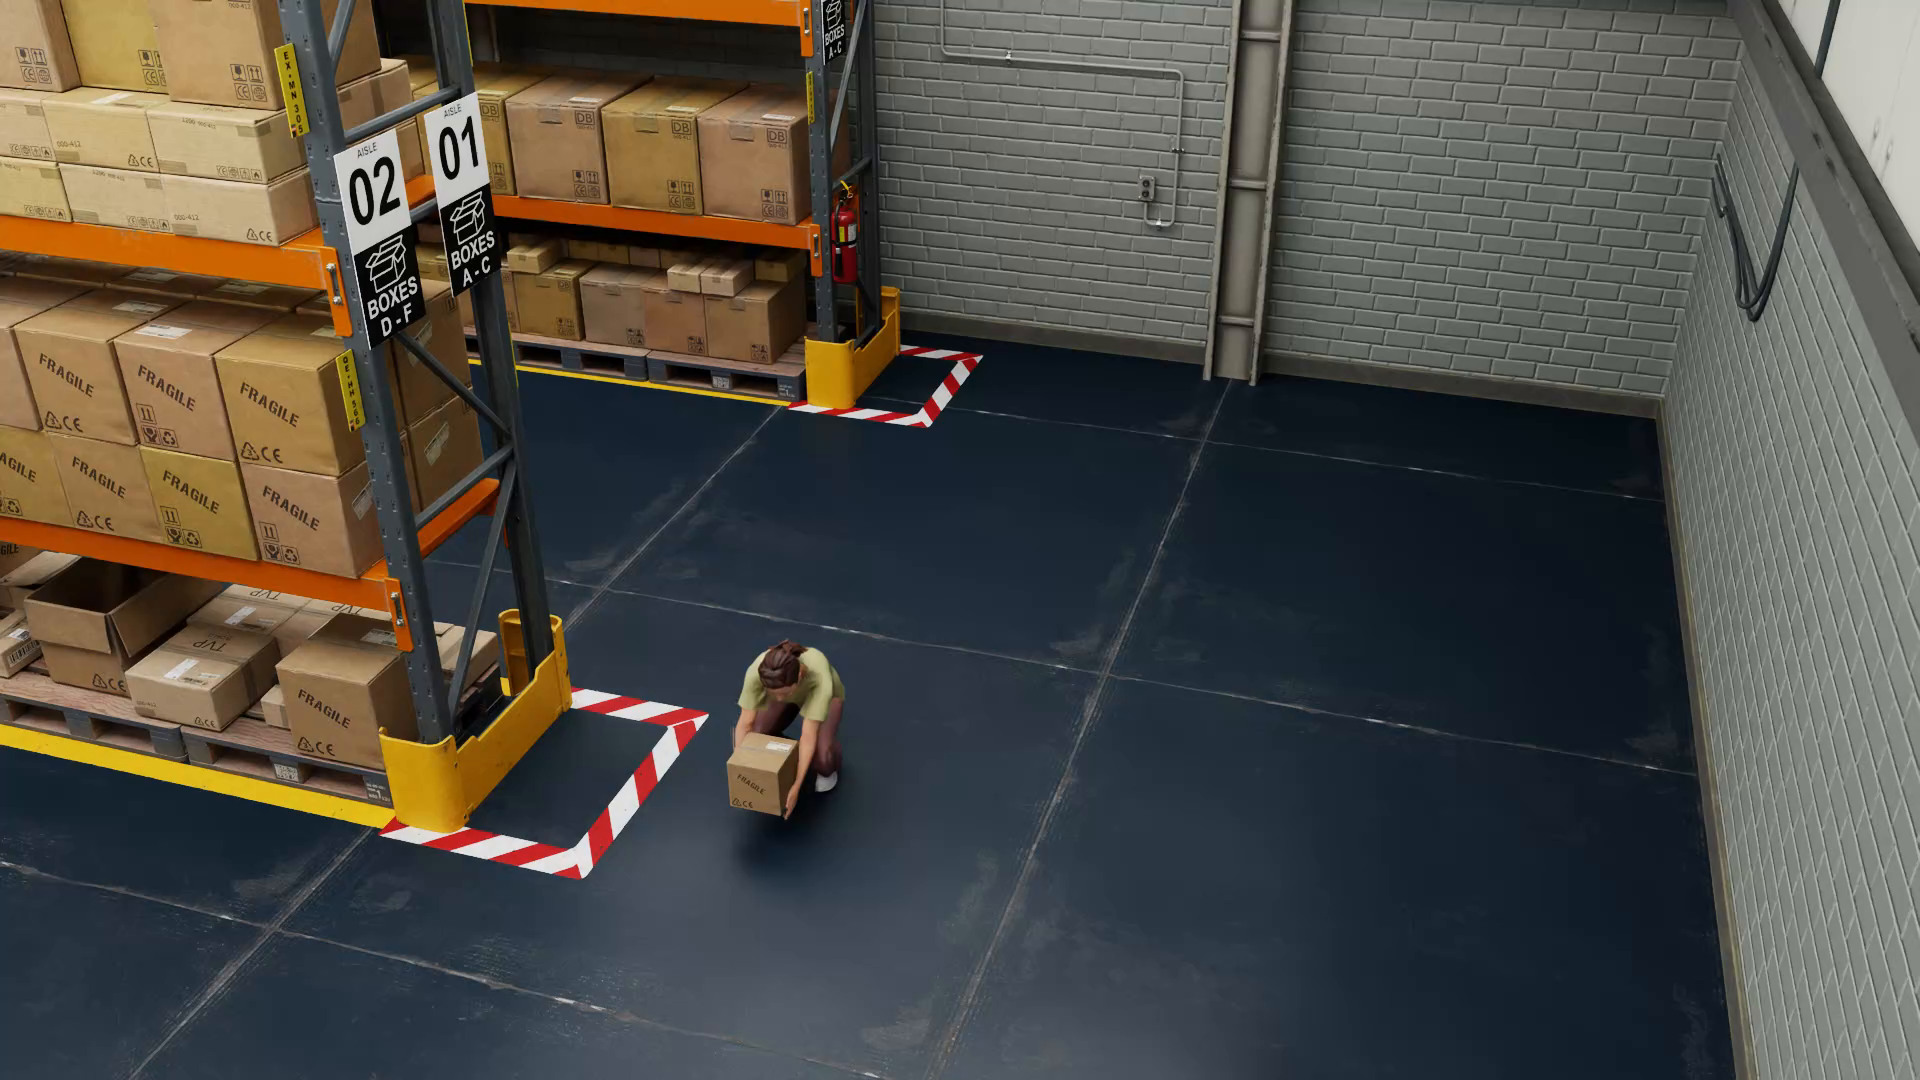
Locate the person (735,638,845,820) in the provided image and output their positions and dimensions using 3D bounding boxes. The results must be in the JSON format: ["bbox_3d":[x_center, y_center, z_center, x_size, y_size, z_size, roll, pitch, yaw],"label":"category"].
[{"bbox_3d":[-0.794,0.804,7.832,0.465,0.940,0.807,8,30,14],"label":"person"}]
